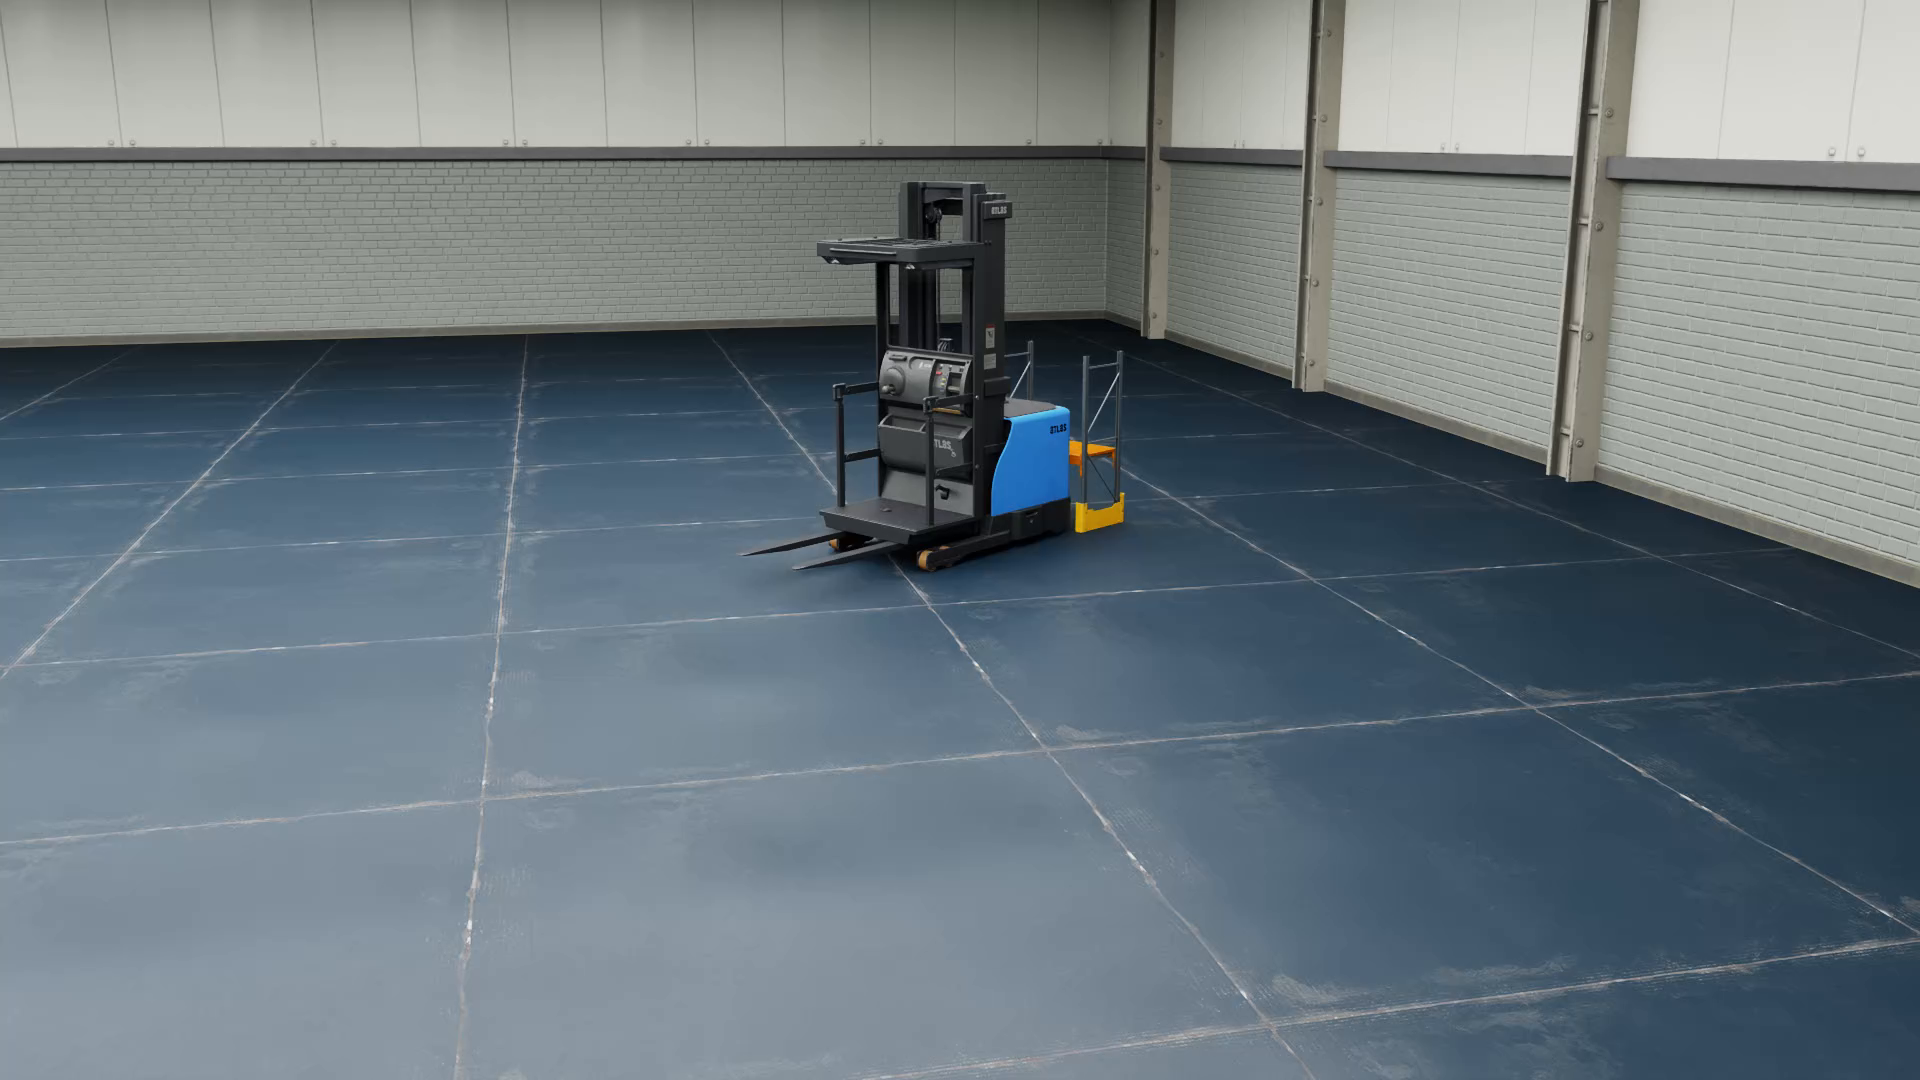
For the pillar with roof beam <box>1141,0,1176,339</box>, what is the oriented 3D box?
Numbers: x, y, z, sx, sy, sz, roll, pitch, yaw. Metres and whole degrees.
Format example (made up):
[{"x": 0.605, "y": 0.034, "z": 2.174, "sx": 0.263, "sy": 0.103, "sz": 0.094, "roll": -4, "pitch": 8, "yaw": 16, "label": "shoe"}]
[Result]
[{"x": -0.951, "y": -7.522, "z": 25.756, "sx": 9.100, "sy": 9.000, "sz": 0.400, "roll": -3, "pitch": 14, "yaw": -13, "label": "pillar with roof beam"}]

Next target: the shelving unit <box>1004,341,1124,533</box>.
[{"x": 0.852, "y": -0.929, "z": 14.570, "sx": 1.083, "sy": 1.500, "sz": 0.587, "roll": 13, "pitch": 19, "yaw": 42, "label": "shelving unit"}]

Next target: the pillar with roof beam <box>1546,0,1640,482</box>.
[{"x": 1.868, "y": -4.754, "z": 14.425, "sx": 9.100, "sy": 9.000, "sz": 0.400, "roll": -3, "pitch": 14, "yaw": -13, "label": "pillar with roof beam"}]

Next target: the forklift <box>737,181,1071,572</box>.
[{"x": -0.421, "y": -1.314, "z": 13.128, "sx": 1.130, "sy": 2.935, "sz": 3.031, "roll": 12, "pitch": 18, "yaw": 41, "label": "forklift"}]

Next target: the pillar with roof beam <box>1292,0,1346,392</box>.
[{"x": 0.459, "y": -6.138, "z": 20.090, "sx": 9.100, "sy": 9.000, "sz": 0.400, "roll": -3, "pitch": 14, "yaw": -13, "label": "pillar with roof beam"}]

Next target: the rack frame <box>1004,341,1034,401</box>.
[{"x": 0.478, "y": -1.014, "z": 14.917, "sx": 0.032, "sy": 1.500, "sz": 0.500, "roll": 13, "pitch": 19, "yaw": 42, "label": "rack frame"}]

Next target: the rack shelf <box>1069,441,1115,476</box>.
[{"x": 0.845, "y": -0.756, "z": 14.619, "sx": 1.000, "sy": 0.185, "sz": 0.538, "roll": 13, "pitch": 19, "yaw": 42, "label": "rack shelf"}]

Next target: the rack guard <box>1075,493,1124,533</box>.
[{"x": 1.212, "y": -0.240, "z": 14.384, "sx": 0.087, "sy": 0.250, "sz": 0.587, "roll": 13, "pitch": 19, "yaw": 42, "label": "rack guard"}]

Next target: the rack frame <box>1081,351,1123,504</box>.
[{"x": 1.213, "y": -0.847, "z": 14.235, "sx": 0.032, "sy": 1.500, "sz": 0.500, "roll": 13, "pitch": 19, "yaw": 42, "label": "rack frame"}]
